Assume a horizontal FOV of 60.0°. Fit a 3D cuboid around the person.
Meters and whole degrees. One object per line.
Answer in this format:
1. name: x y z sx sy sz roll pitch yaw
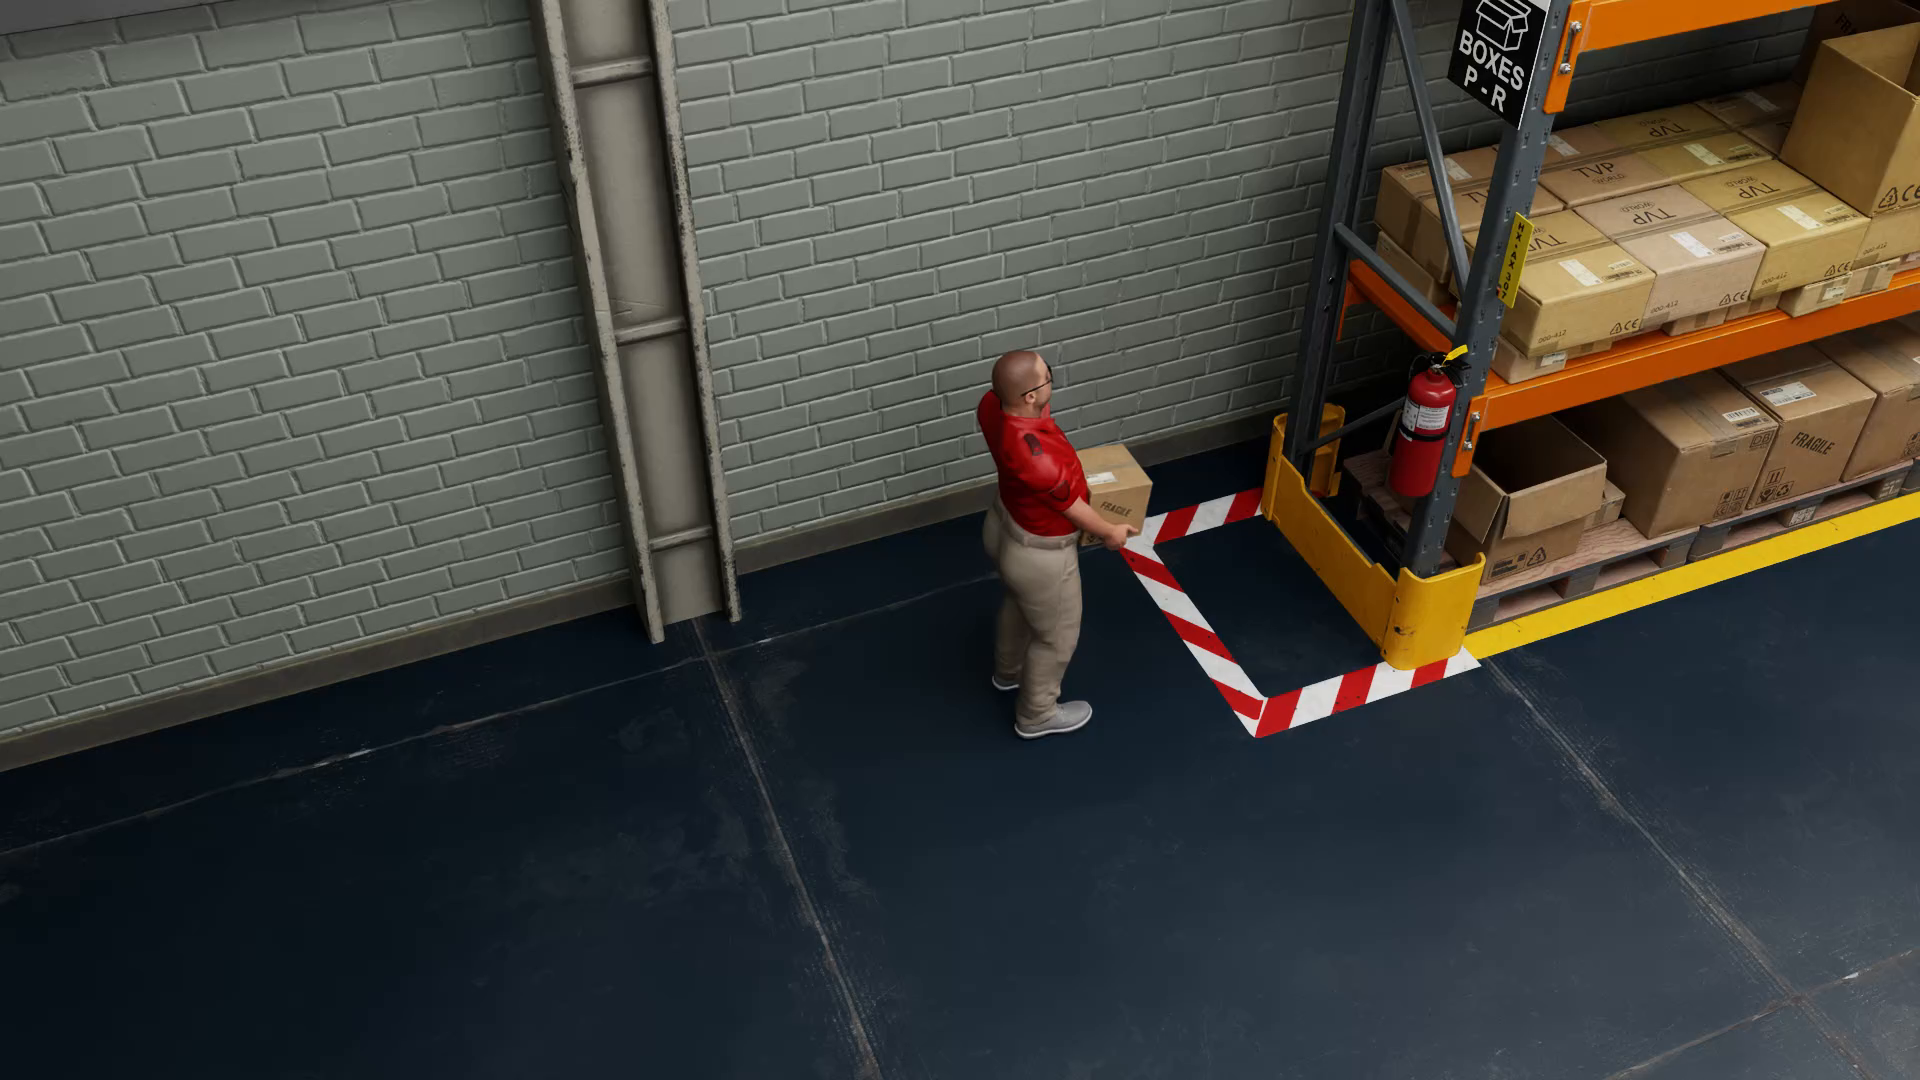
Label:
1. person: 0.354 -0.017 6.199 0.530 1.712 0.493 -15 44 -16
